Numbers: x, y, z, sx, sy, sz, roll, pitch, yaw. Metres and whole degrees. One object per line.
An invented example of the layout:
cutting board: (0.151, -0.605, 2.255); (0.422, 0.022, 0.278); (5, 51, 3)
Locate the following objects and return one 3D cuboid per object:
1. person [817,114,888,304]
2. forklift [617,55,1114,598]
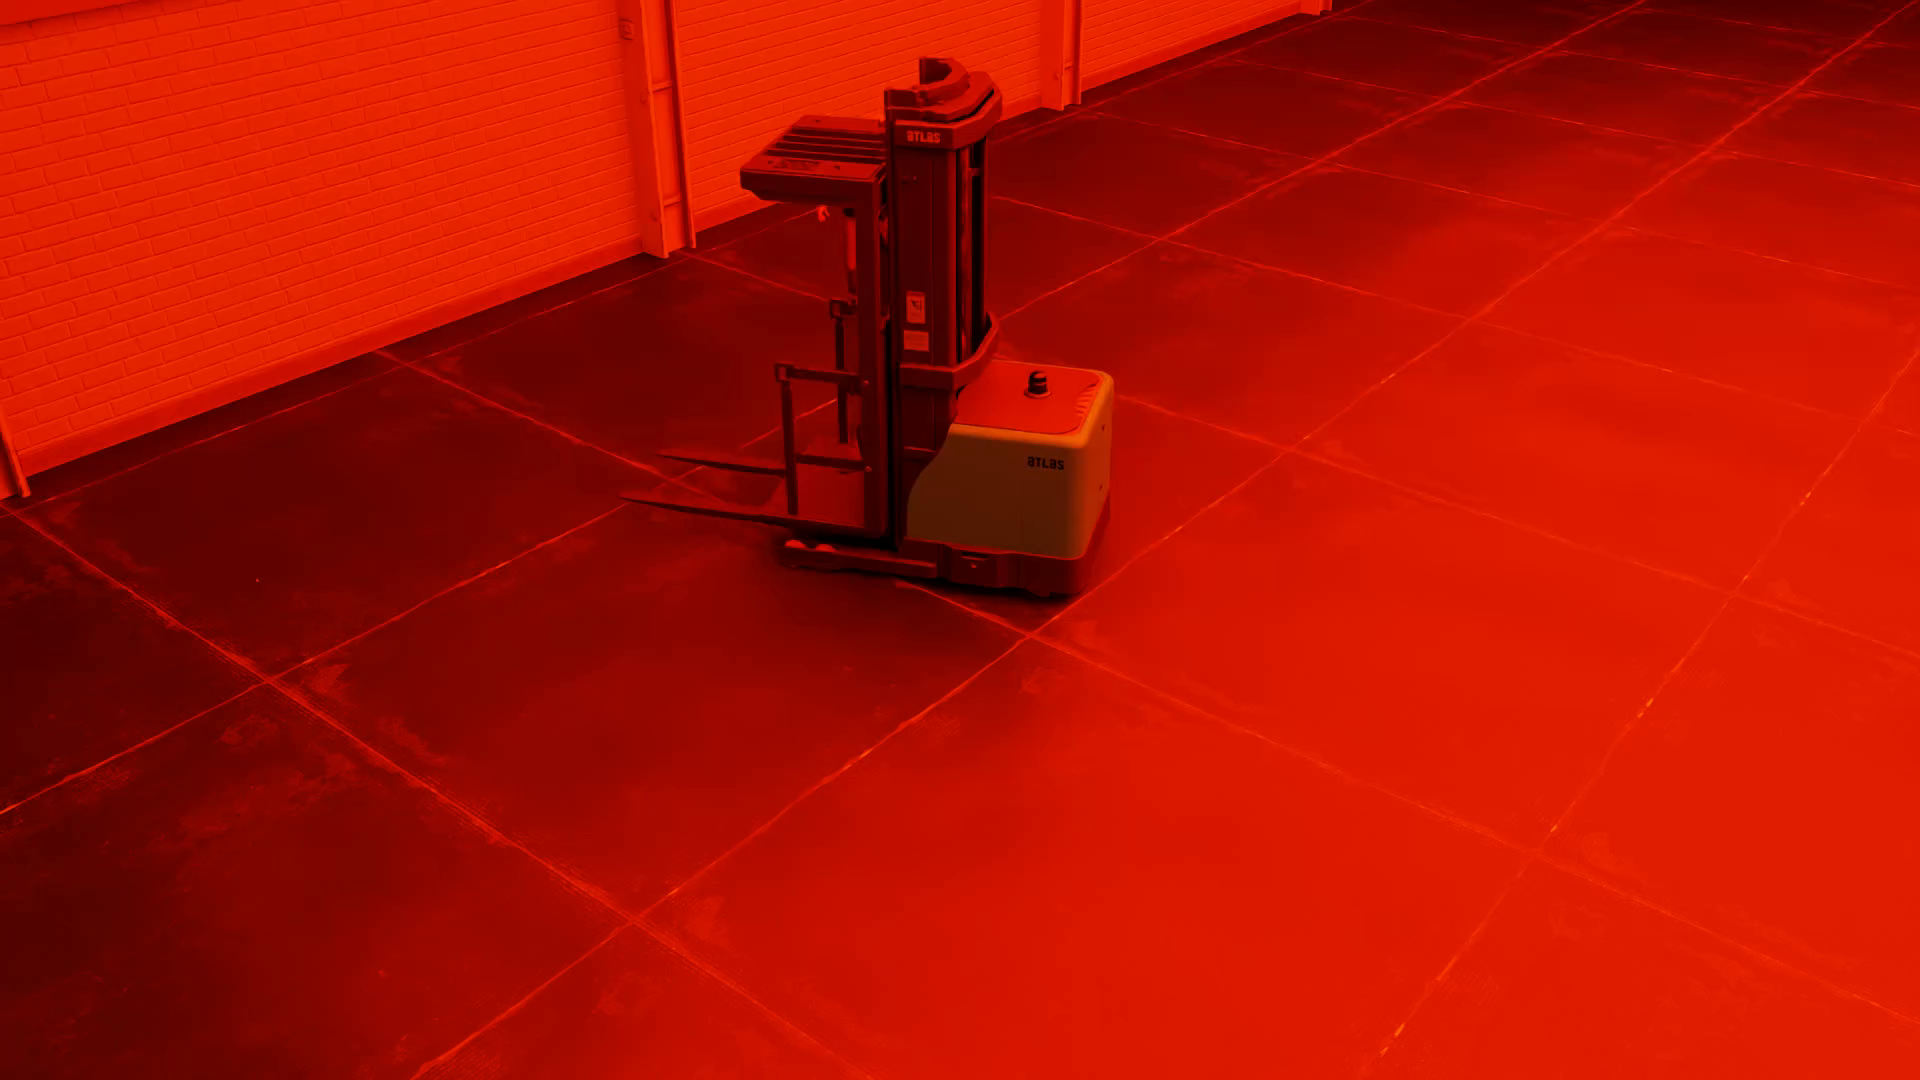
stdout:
person: (-0.718, -2.604, 13.358); (0.872, 1.701, 0.451); (2, 30, 4)
forklift: (-0.625, -1.320, 9.854); (3.031, 2.935, 1.130); (7, 31, 13)
